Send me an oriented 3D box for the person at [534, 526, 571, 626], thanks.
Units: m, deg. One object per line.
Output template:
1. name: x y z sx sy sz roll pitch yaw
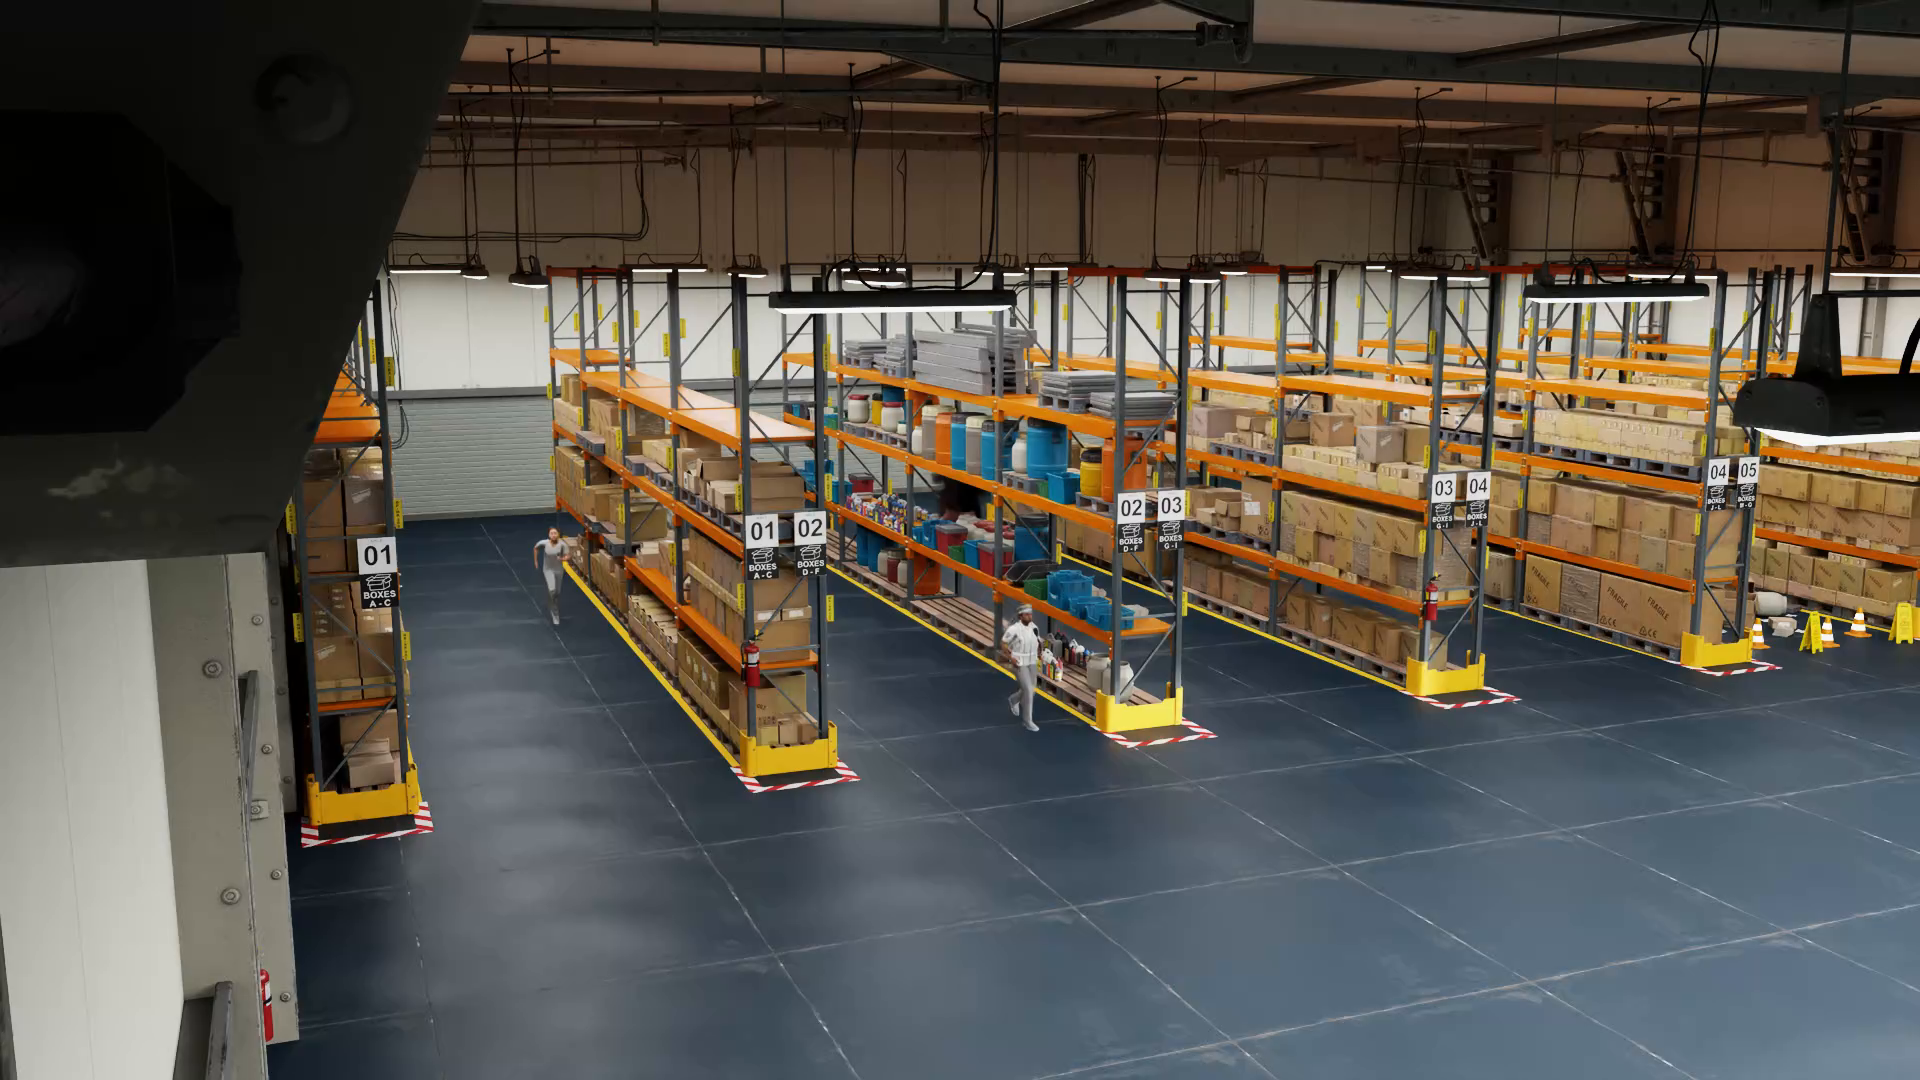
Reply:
1. person: -6.985 0.581 28.549 0.586 1.694 0.834 -4 11 -20

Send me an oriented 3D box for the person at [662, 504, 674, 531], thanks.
1. person: -6.420 -0.691 35.742 0.594 1.702 0.735 6 12 32

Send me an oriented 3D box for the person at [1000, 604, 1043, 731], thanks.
1. person: 0.838 1.668 22.287 0.595 1.698 0.680 -7 12 -36
